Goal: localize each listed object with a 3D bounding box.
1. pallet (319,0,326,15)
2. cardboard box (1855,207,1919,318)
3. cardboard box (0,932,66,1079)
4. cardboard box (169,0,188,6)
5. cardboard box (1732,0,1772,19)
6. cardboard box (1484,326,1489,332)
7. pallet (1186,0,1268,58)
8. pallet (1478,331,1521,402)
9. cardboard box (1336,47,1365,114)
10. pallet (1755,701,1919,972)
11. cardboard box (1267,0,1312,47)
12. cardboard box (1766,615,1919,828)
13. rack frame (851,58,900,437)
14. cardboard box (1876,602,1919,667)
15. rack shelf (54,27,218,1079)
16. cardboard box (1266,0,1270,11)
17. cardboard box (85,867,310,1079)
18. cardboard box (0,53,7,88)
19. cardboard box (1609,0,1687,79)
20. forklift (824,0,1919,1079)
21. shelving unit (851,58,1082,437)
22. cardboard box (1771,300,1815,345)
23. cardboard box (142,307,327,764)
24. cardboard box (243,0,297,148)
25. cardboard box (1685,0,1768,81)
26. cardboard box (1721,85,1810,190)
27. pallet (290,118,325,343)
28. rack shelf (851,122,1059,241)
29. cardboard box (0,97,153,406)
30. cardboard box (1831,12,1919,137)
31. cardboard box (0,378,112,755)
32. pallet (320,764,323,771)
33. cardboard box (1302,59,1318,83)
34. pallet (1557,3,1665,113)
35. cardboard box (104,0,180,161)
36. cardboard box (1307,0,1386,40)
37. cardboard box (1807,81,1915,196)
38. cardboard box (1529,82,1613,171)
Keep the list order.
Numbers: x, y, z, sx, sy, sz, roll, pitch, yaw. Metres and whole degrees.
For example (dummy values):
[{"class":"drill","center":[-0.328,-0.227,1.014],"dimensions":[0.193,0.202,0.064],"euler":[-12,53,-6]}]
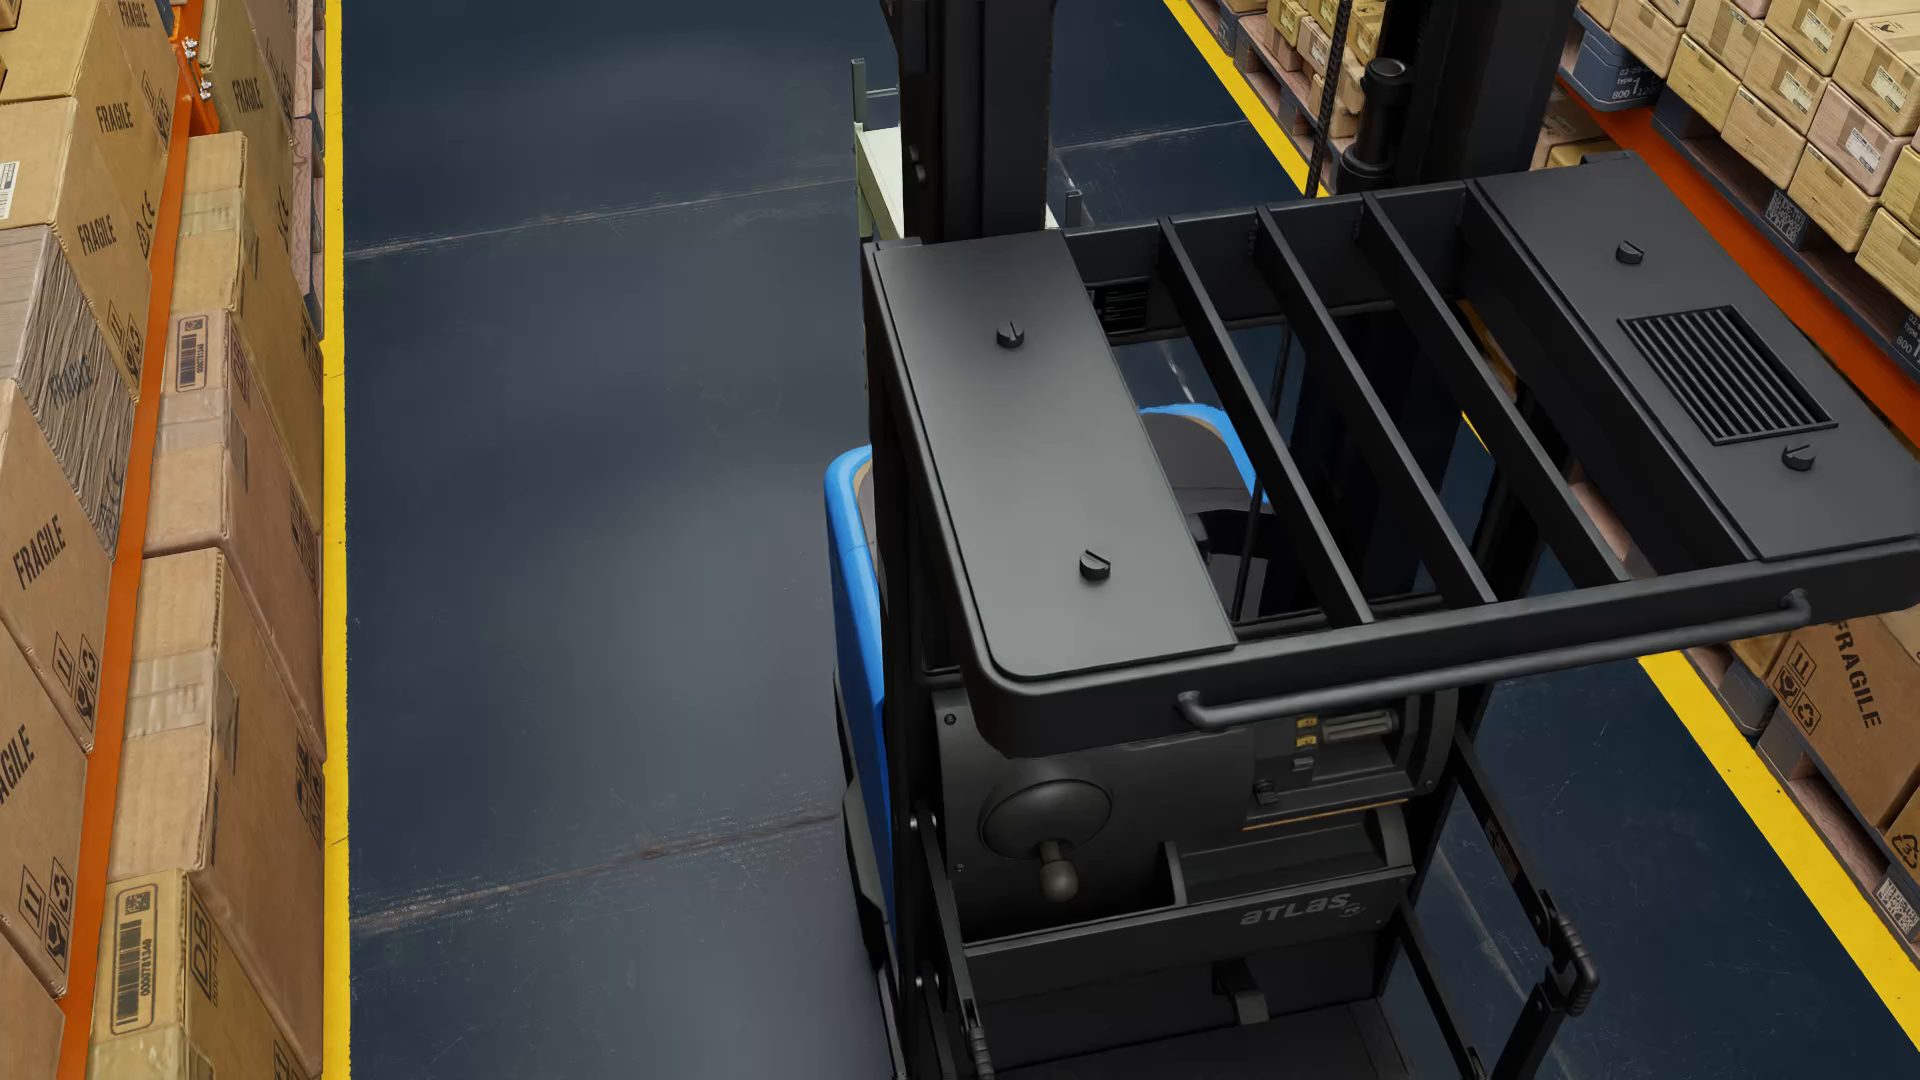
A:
[{"class":"pallet","center":[-3.530,-2.784,7.831],"dimensions":[1.003,0.211,1.213],"euler":[-11,47,-10]},{"class":"cardboard box","center":[2.229,-0.635,3.654],"dimensions":[0.380,0.149,0.250],"euler":[-13,47,-12]},{"class":"cardboard box","center":[-1.623,0.805,2.291],"dimensions":[0.500,0.500,0.500],"euler":[-9,46,-9]},{"class":"cardboard box","center":[-2.540,-1.714,5.005],"dimensions":[0.380,0.149,0.250],"euler":[-11,47,-10]},{"class":"cardboard box","center":[2.023,-1.392,3.980],"dimensions":[0.380,0.149,0.250],"euler":[-9,46,-9]},{"class":"cardboard box","center":[1.967,-1.087,5.671],"dimensions":[0.500,0.500,0.500],"euler":[-9,46,-9]},{"class":"pallet","center":[1.513,-2.699,7.747],"dimensions":[1.003,0.211,1.213],"euler":[-11,47,-10]},{"class":"pallet","center":[2.235,-0.860,5.945],"dimensions":[1.003,0.211,1.213],"euler":[-11,47,-10]},{"class":"cardboard box","center":[1.647,-1.786,6.394],"dimensions":[0.380,0.149,0.250],"euler":[-10,46,-10]},{"class":"pallet","center":[2.860,0.824,4.294],"dimensions":[1.003,0.211,1.213],"euler":[-11,47,-10]},{"class":"cardboard box","center":[1.480,-2.153,6.753],"dimensions":[0.380,0.149,0.250],"euler":[-12,47,-12]},{"class":"cardboard box","center":[2.508,0.350,4.263],"dimensions":[0.500,0.500,0.500],"euler":[-9,46,-9]},{"class":"rack frame","center":[-0.092,-0.773,4.957],"dimensions":[0.400,1.500,0.023],"euler":[-11,47,-10]},{"class":"cardboard box","center":[2.490,0.083,4.000],"dimensions":[0.500,0.250,0.500],"euler":[-10,46,-10]},{"class":"rack shelf","center":[-2.274,0.096,3.559],"dimensions":[1.077,0.370,4.000],"euler":[-11,47,-10]},{"class":"cardboard box","center":[1.539,-2.301,7.107],"dimensions":[0.380,0.149,0.250],"euler":[-12,47,-11]},{"class":"cardboard box","center":[-1.919,1.341,3.029],"dimensions":[1.225,0.875,0.875],"euler":[-13,47,-12]},{"class":"cardboard box","center":[-2.450,-1.007,3.365],"dimensions":[0.797,0.503,0.637],"euler":[-10,46,-10]},{"class":"cardboard box","center":[1.956,-1.364,4.368],"dimensions":[0.380,0.149,0.250],"euler":[-13,47,-12]},{"class":"forklift","center":[0.465,0.471,2.736],"dimensions":[1.130,2.935,3.031],"euler":[-9,46,-8]},{"class":"shelving unit","center":[0.002,-0.520,4.710],"dimensions":[0.431,1.500,0.755],"euler":[-11,47,-10]},{"class":"cardboard box","center":[2.233,-0.630,4.698],"dimensions":[0.500,0.250,0.500],"euler":[-9,46,-9]},{"class":"cardboard box","center":[-2.373,0.115,4.231],"dimensions":[1.225,0.875,0.875],"euler":[-12,47,-12]},{"class":"cardboard box","center":[-3.108,-2.032,6.334],"dimensions":[0.875,0.875,0.875],"euler":[-11,47,-10]},{"class":"cardboard box","center":[2.031,-1.276,4.074],"dimensions":[0.380,0.149,0.250],"euler":[-11,47,-11]},{"class":"cardboard box","center":[2.092,-1.002,4.013],"dimensions":[0.380,0.149,0.250],"euler":[-13,47,-12]},{"class":"pallet","center":[-2.905,-1.100,6.180],"dimensions":[1.003,0.211,1.213],"euler":[-11,47,-10]},{"class":"rack shelf","center":[0.002,-0.793,4.431],"dimensions":[0.431,0.370,0.720],"euler":[-11,47,-10]},{"class":"cardboard box","center":[-2.142,-0.596,3.664],"dimensions":[0.500,0.500,0.500],"euler":[-11,47,-11]},{"class":"cardboard box","center":[2.161,-1.027,3.622],"dimensions":[0.380,0.149,0.250],"euler":[-9,46,-8]},{"class":"cardboard box","center":[-1.892,0.096,2.986],"dimensions":[0.500,0.500,0.500],"euler":[-11,47,-11]},{"class":"pallet","center":[-2.200,0.802,4.316],"dimensions":[1.003,0.211,1.213],"euler":[-11,47,-10]},{"class":"cardboard box","center":[1.619,-1.926,6.739],"dimensions":[0.380,0.149,0.250],"euler":[-10,46,-9]},{"class":"pallet","center":[2.090,-1.752,5.001],"dimensions":[1.003,0.211,1.213],"euler":[-11,47,-10]},{"class":"cardboard box","center":[-2.402,-1.299,4.352],"dimensions":[0.500,0.500,0.500],"euler":[-11,47,-10]},{"class":"cardboard box","center":[1.588,-2.098,6.492],"dimensions":[0.380,0.149,0.250],"euler":[-10,46,-10]},{"class":"cardboard box","center":[2.160,-0.923,3.728],"dimensions":[0.380,0.149,0.250],"euler":[-10,46,-9]},{"class":"cardboard box","center":[1.968,-1.350,5.404],"dimensions":[0.500,0.250,0.500],"euler":[-13,47,-12]}]
